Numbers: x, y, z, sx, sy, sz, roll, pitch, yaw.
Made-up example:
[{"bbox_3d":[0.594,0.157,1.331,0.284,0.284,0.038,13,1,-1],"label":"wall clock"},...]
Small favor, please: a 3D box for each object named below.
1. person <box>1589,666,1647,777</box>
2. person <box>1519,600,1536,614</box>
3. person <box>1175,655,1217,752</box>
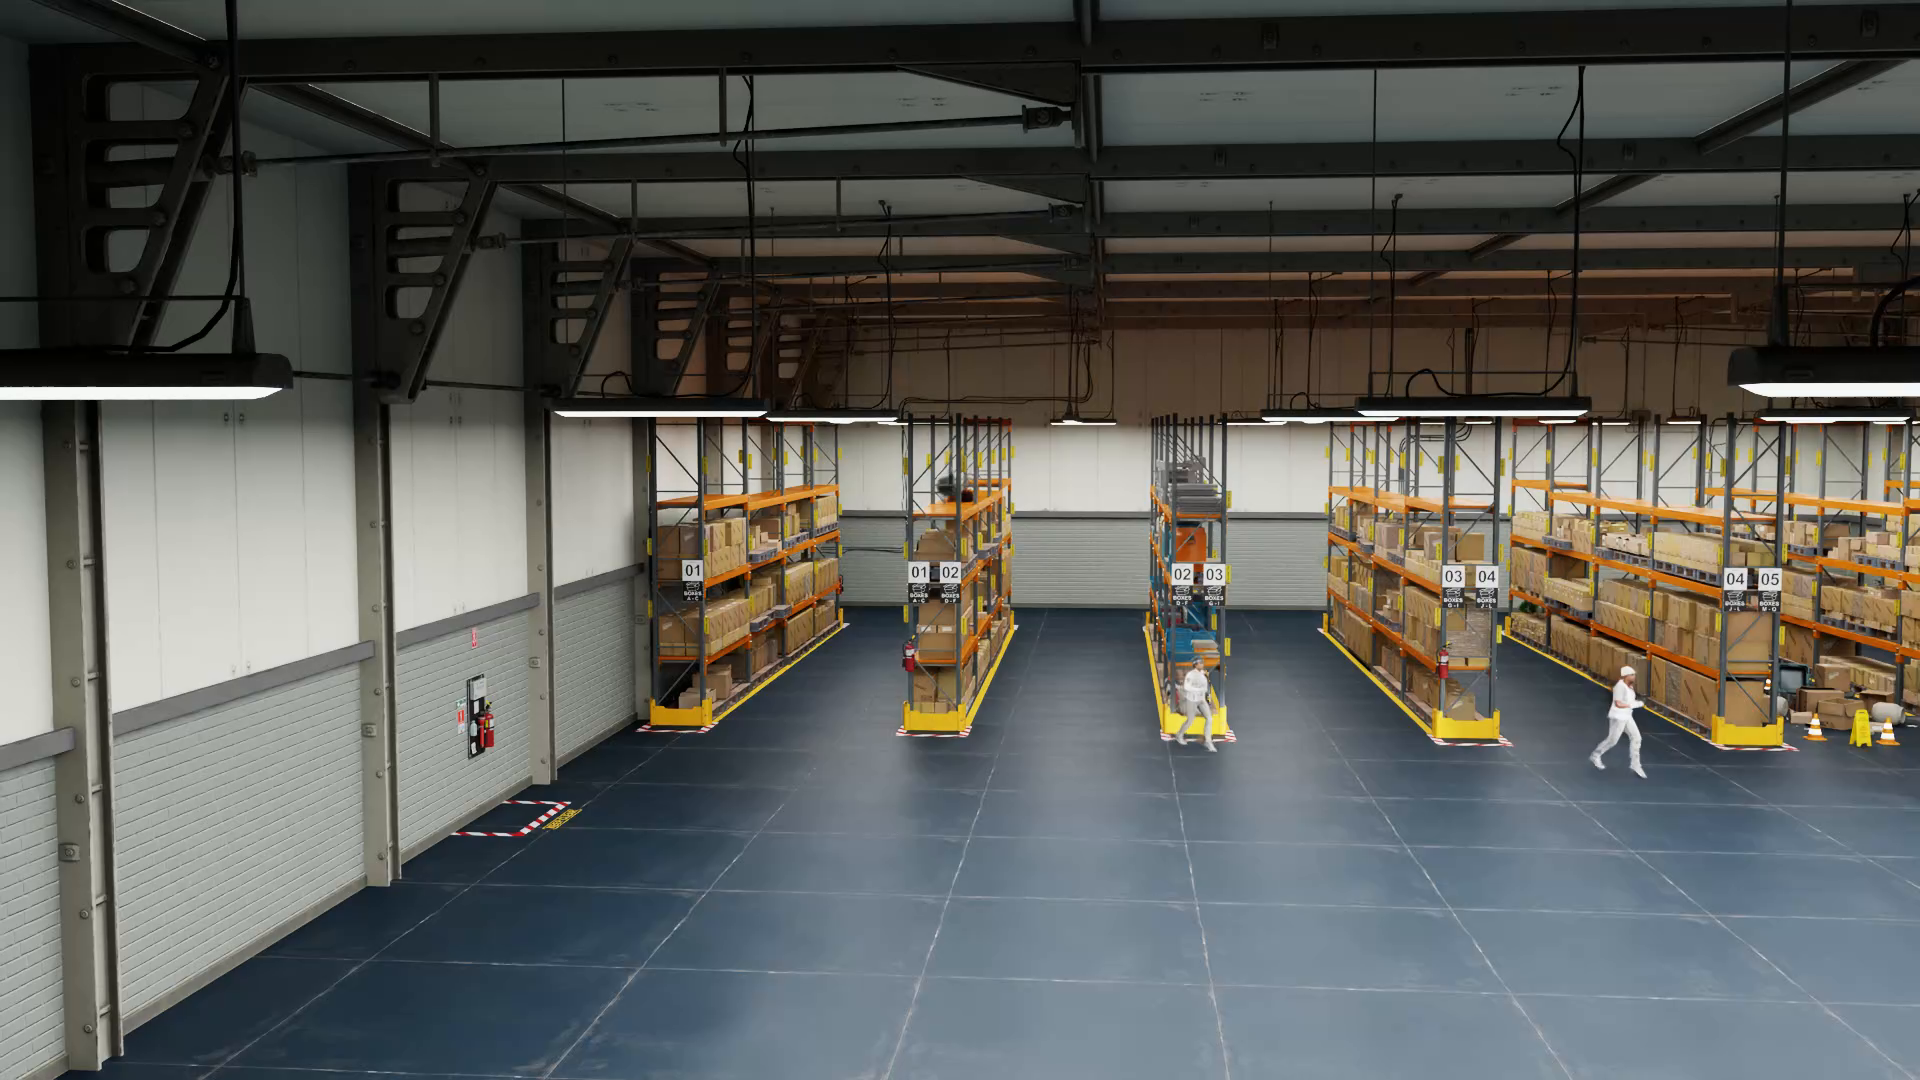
[{"bbox_3d":[10.914,2.985,27.543,0.945,1.822,0.712,3,5,39],"label":"person"},{"bbox_3d":[16.238,1.663,47.409,0.604,1.723,0.722,4,5,45],"label":"person"},{"bbox_3d":[4.197,2.893,29.620,0.639,1.709,0.858,-3,5,-39],"label":"person"}]
